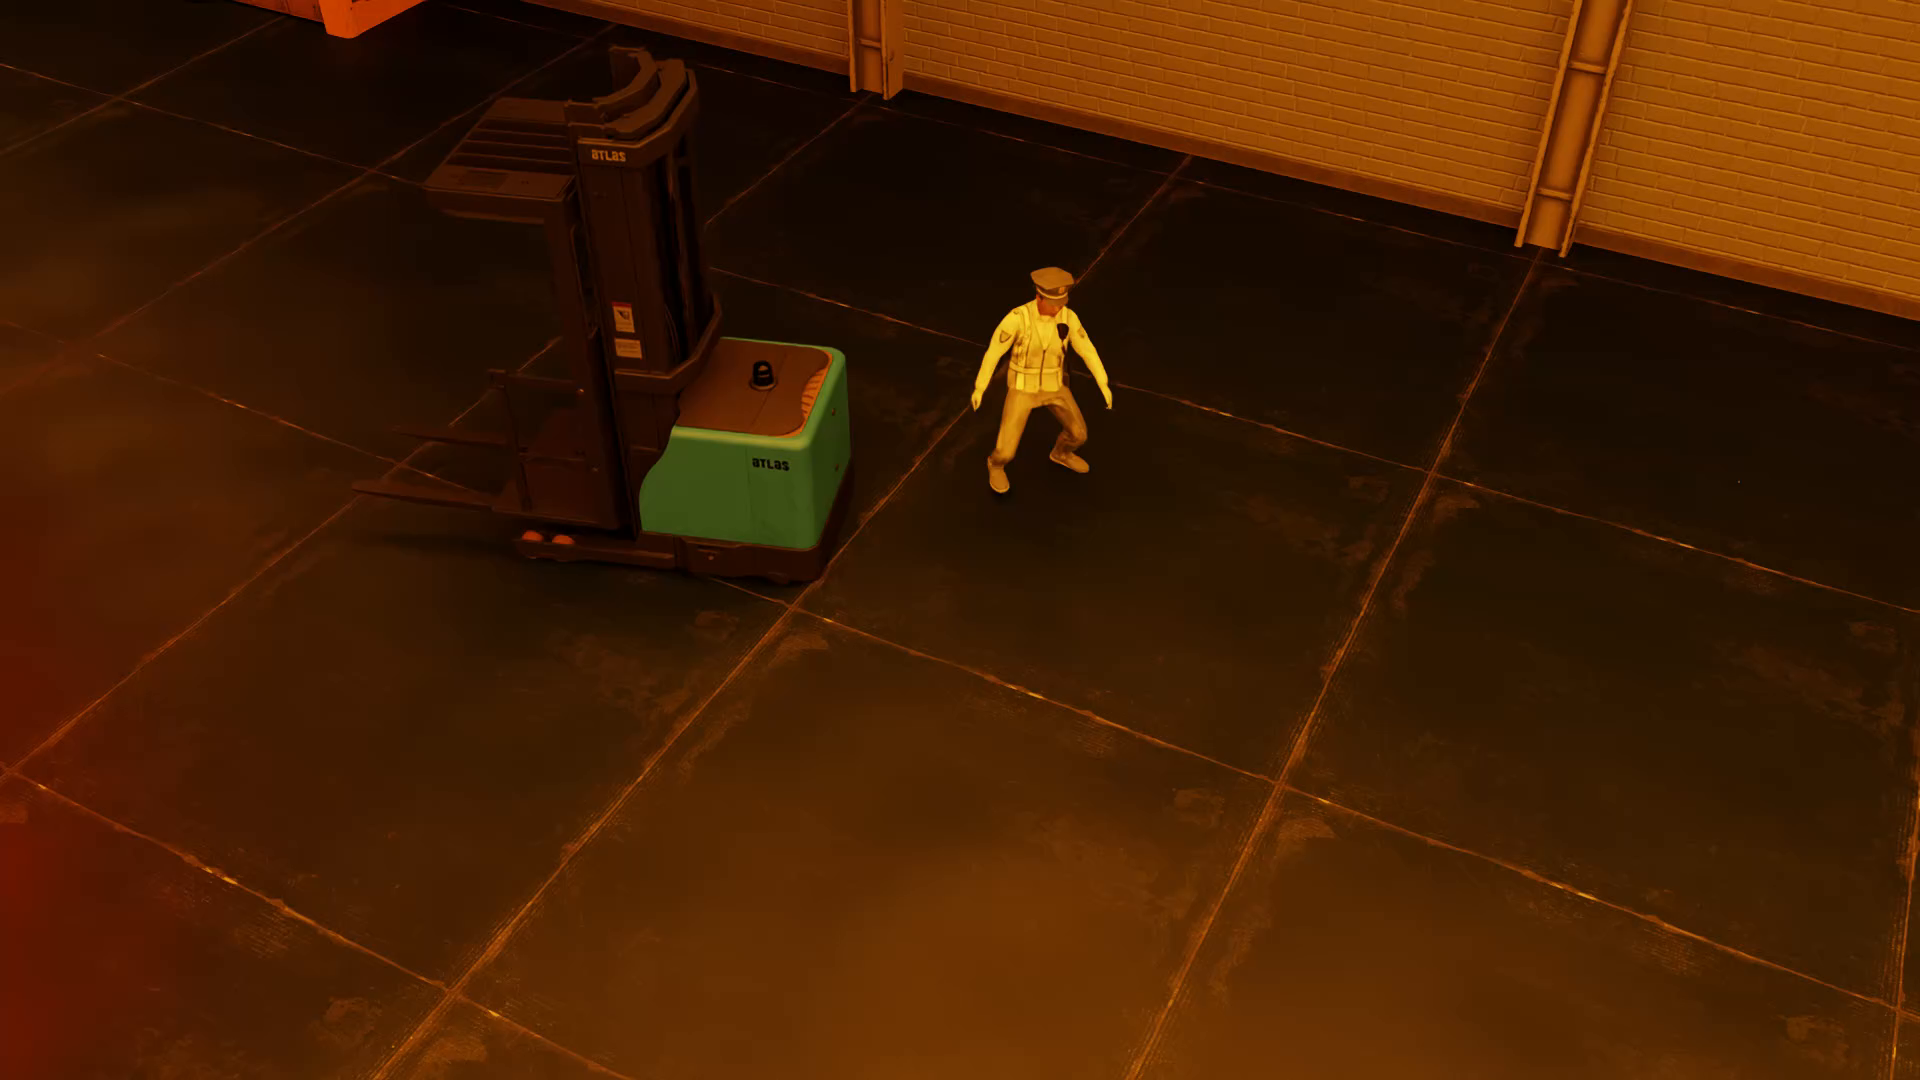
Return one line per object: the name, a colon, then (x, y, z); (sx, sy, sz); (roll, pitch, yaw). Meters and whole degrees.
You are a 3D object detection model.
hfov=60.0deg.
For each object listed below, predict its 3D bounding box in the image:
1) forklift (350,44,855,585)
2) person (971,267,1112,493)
forklift: (-2.236, -1.314, 9.546); (3.031, 2.935, 1.130); (7, 41, 8)
person: (0.492, -0.939, 10.190); (0.856, 1.566, 0.573); (-7, 41, -8)
